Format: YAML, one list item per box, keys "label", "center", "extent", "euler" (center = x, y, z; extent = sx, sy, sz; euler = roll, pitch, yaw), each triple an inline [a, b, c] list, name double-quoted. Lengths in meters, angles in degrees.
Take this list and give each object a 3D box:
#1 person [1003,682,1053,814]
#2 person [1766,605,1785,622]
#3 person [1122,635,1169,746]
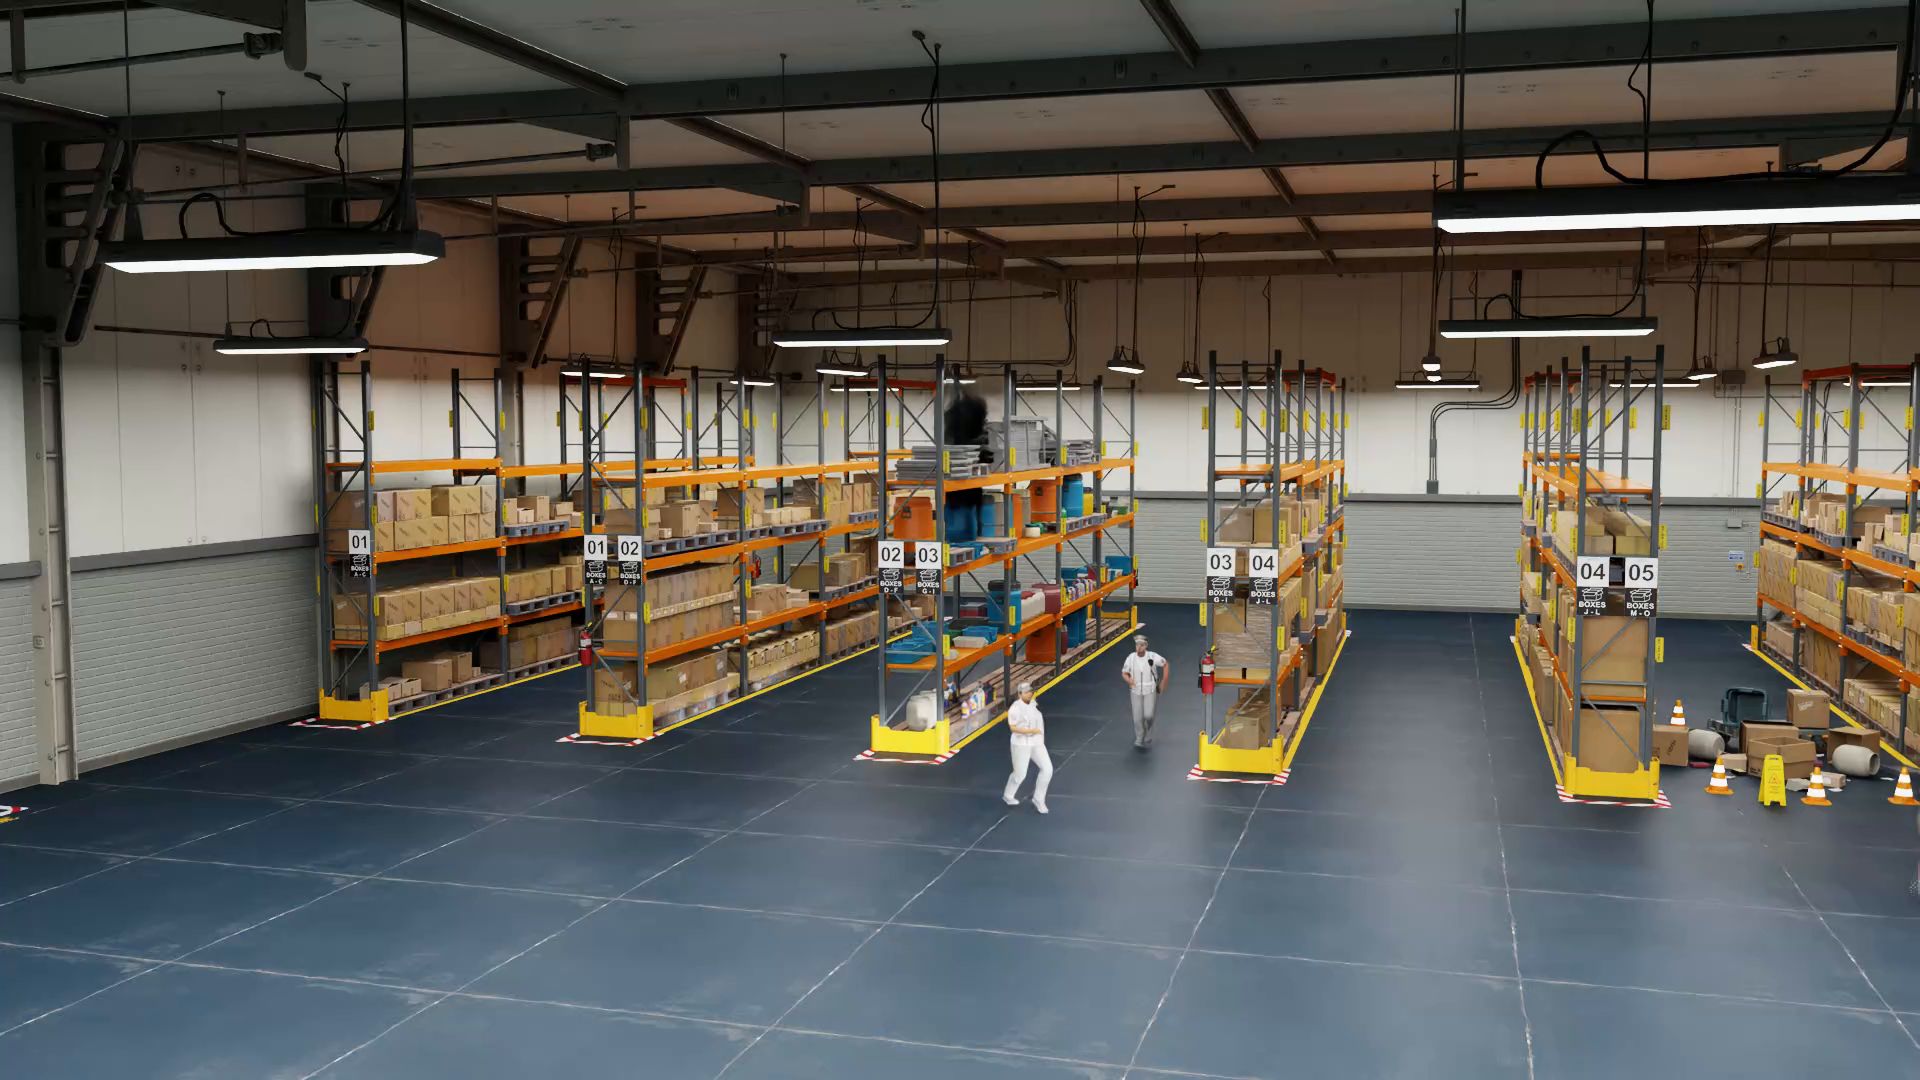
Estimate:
- label: "person"
  center: [0.865, 2.670, 21.411]
  extent: [0.608, 1.703, 0.733]
  euler: [-3, 5, -36]
- label: "person"
  center: [18.482, 1.511, 37.624]
  extent: [0.630, 1.589, 0.702]
  euler: [-3, 5, -35]
- label: "person"
  center: [2.811, 2.313, 25.389]
  extent: [0.687, 1.734, 0.769]
  euler: [1, 4, 16]
